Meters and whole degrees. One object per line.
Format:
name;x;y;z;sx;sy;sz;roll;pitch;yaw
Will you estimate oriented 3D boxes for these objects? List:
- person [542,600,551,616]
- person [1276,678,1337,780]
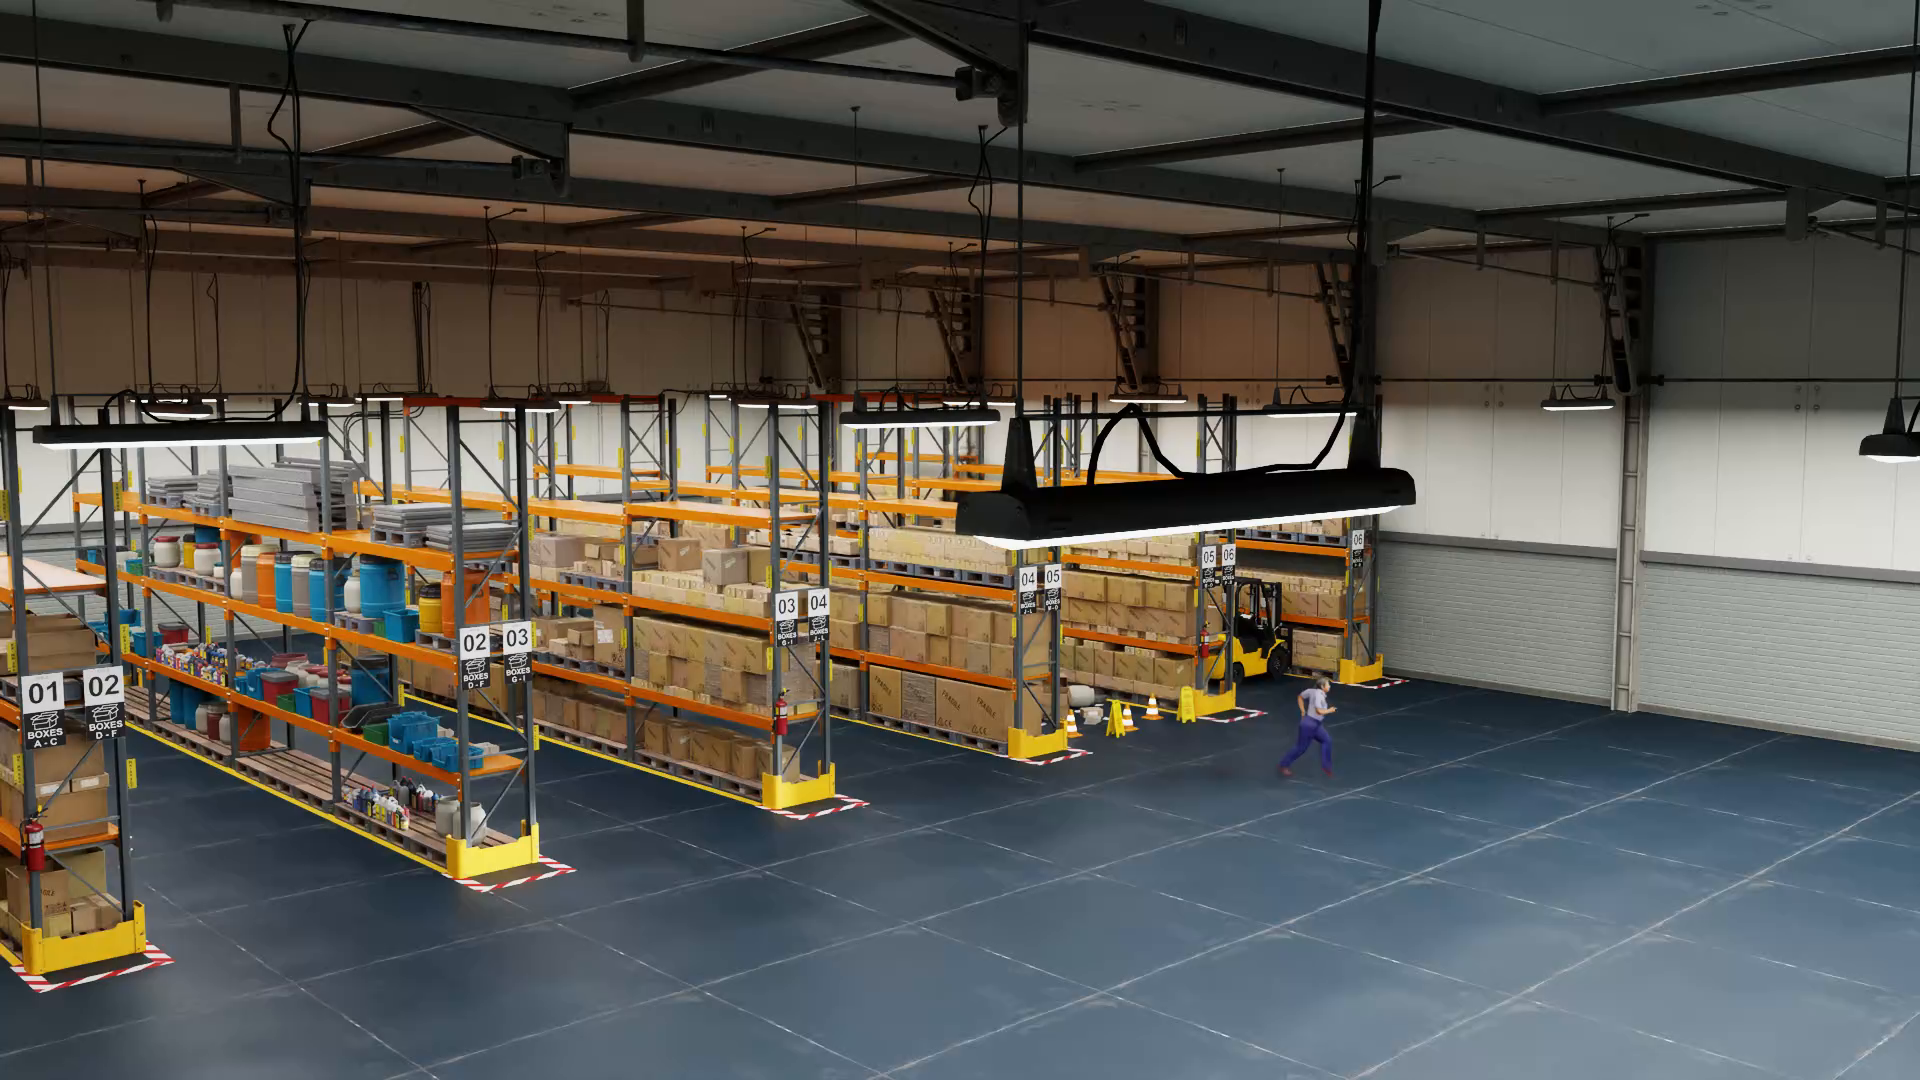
person;-10.159;1.575;40.666;0.593;1.639;0.623;5;8;43
person;5.484;3.004;26.315;0.941;1.646;0.601;1;6;9
